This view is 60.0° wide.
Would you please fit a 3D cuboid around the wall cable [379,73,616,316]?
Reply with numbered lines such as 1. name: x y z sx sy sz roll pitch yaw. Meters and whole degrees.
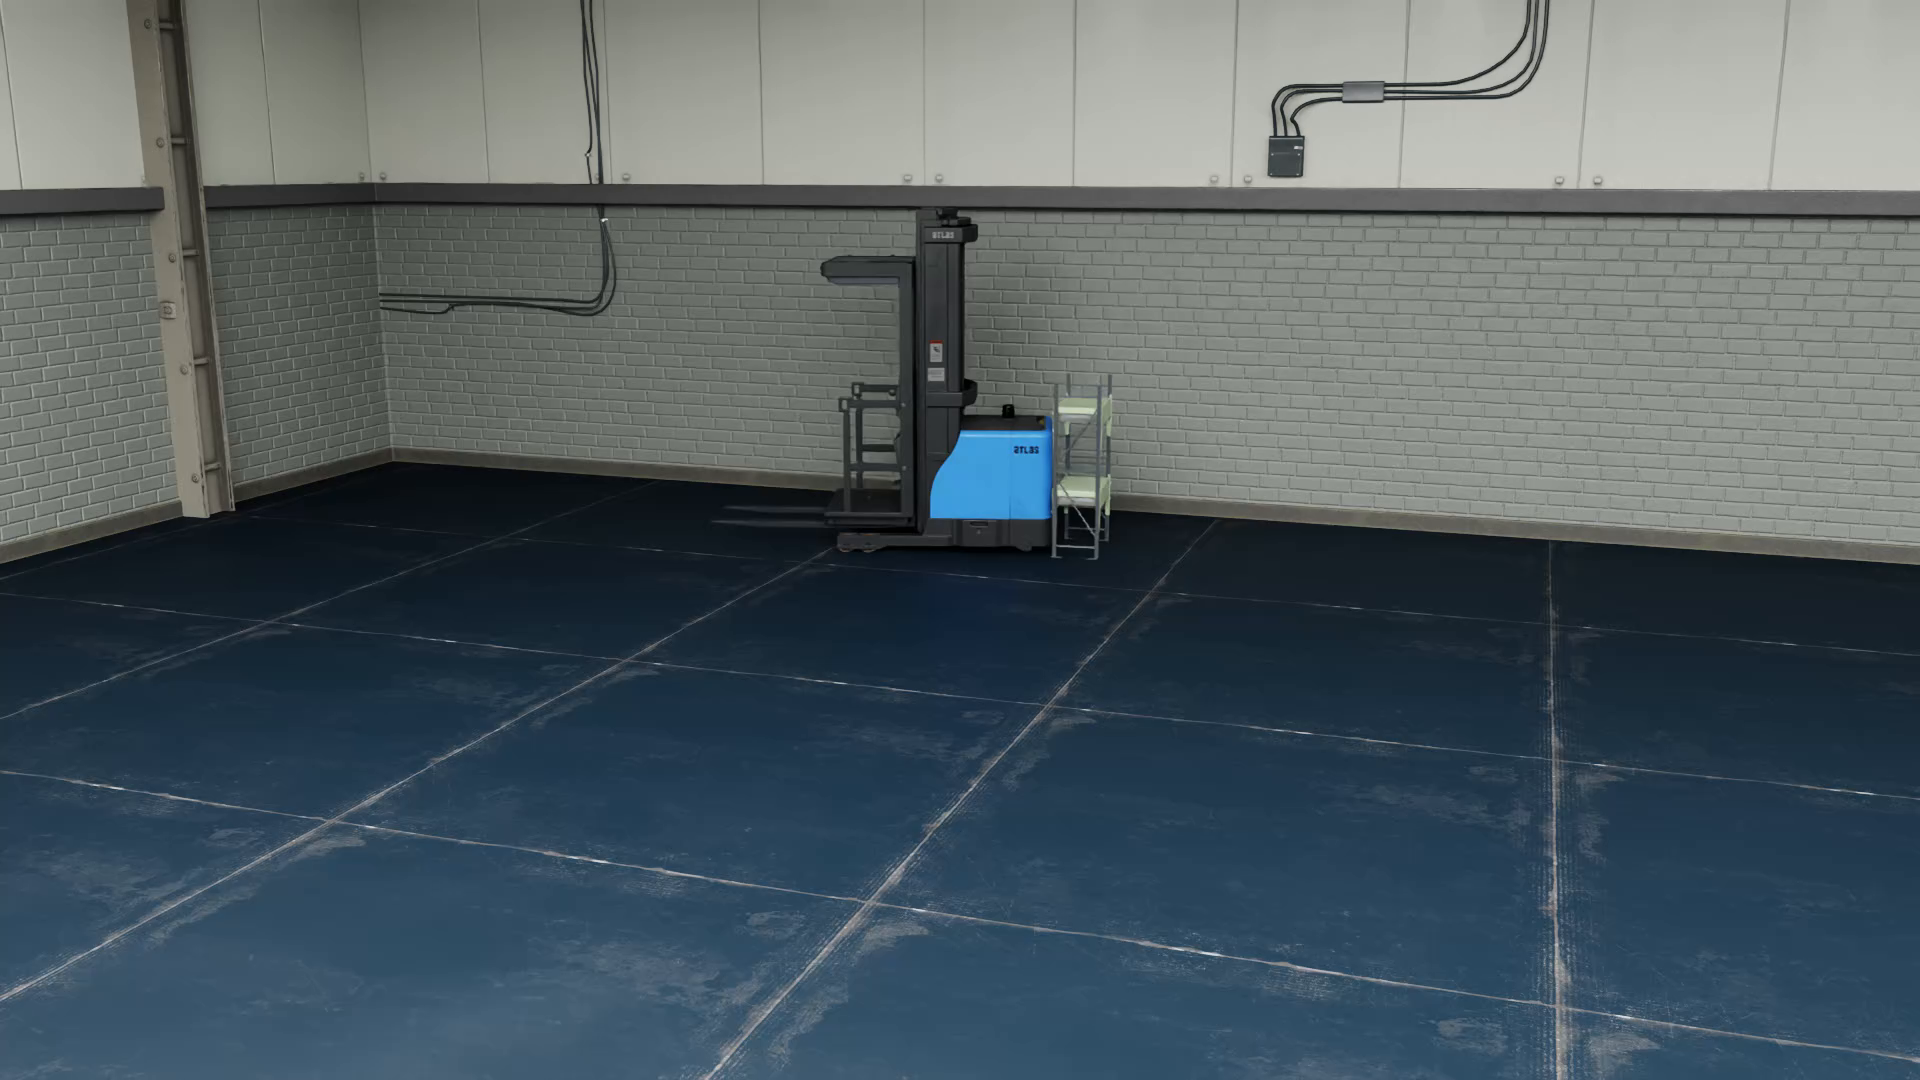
1. wall cable: -5.092 -3.661 17.785 3.097 2.526 0.112 4 14 18

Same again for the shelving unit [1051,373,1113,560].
1. shelving unit: 1.065 -0.652 14.475 0.431 1.500 0.755 3 13 11

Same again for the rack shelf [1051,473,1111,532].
1. rack shelf: 1.065 -0.334 14.548 0.431 0.370 0.720 3 13 11

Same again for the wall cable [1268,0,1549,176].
1. wall cable: 3.886 -6.146 14.052 2.305 6.003 0.169 4 14 18

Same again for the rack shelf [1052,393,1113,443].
1. rack shelf: 1.065 -1.033 14.388 0.431 0.370 0.720 3 13 11

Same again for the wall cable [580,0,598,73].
1. wall cable: -2.532 -5.929 16.370 3.097 2.526 0.112 4 14 18

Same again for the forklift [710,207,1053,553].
1. forklift: -0.687 -1.433 14.678 3.031 2.935 1.130 1 13 3

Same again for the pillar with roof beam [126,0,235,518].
1. pillar with roof beam: -3.223 -4.340 13.781 9.100 9.000 0.400 4 14 18

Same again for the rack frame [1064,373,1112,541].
1. rack frame: 1.140 -0.732 14.825 0.400 1.500 0.023 3 13 11

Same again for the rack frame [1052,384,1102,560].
1. rack frame: 0.990 -0.573 14.126 0.400 1.500 0.023 3 13 11
